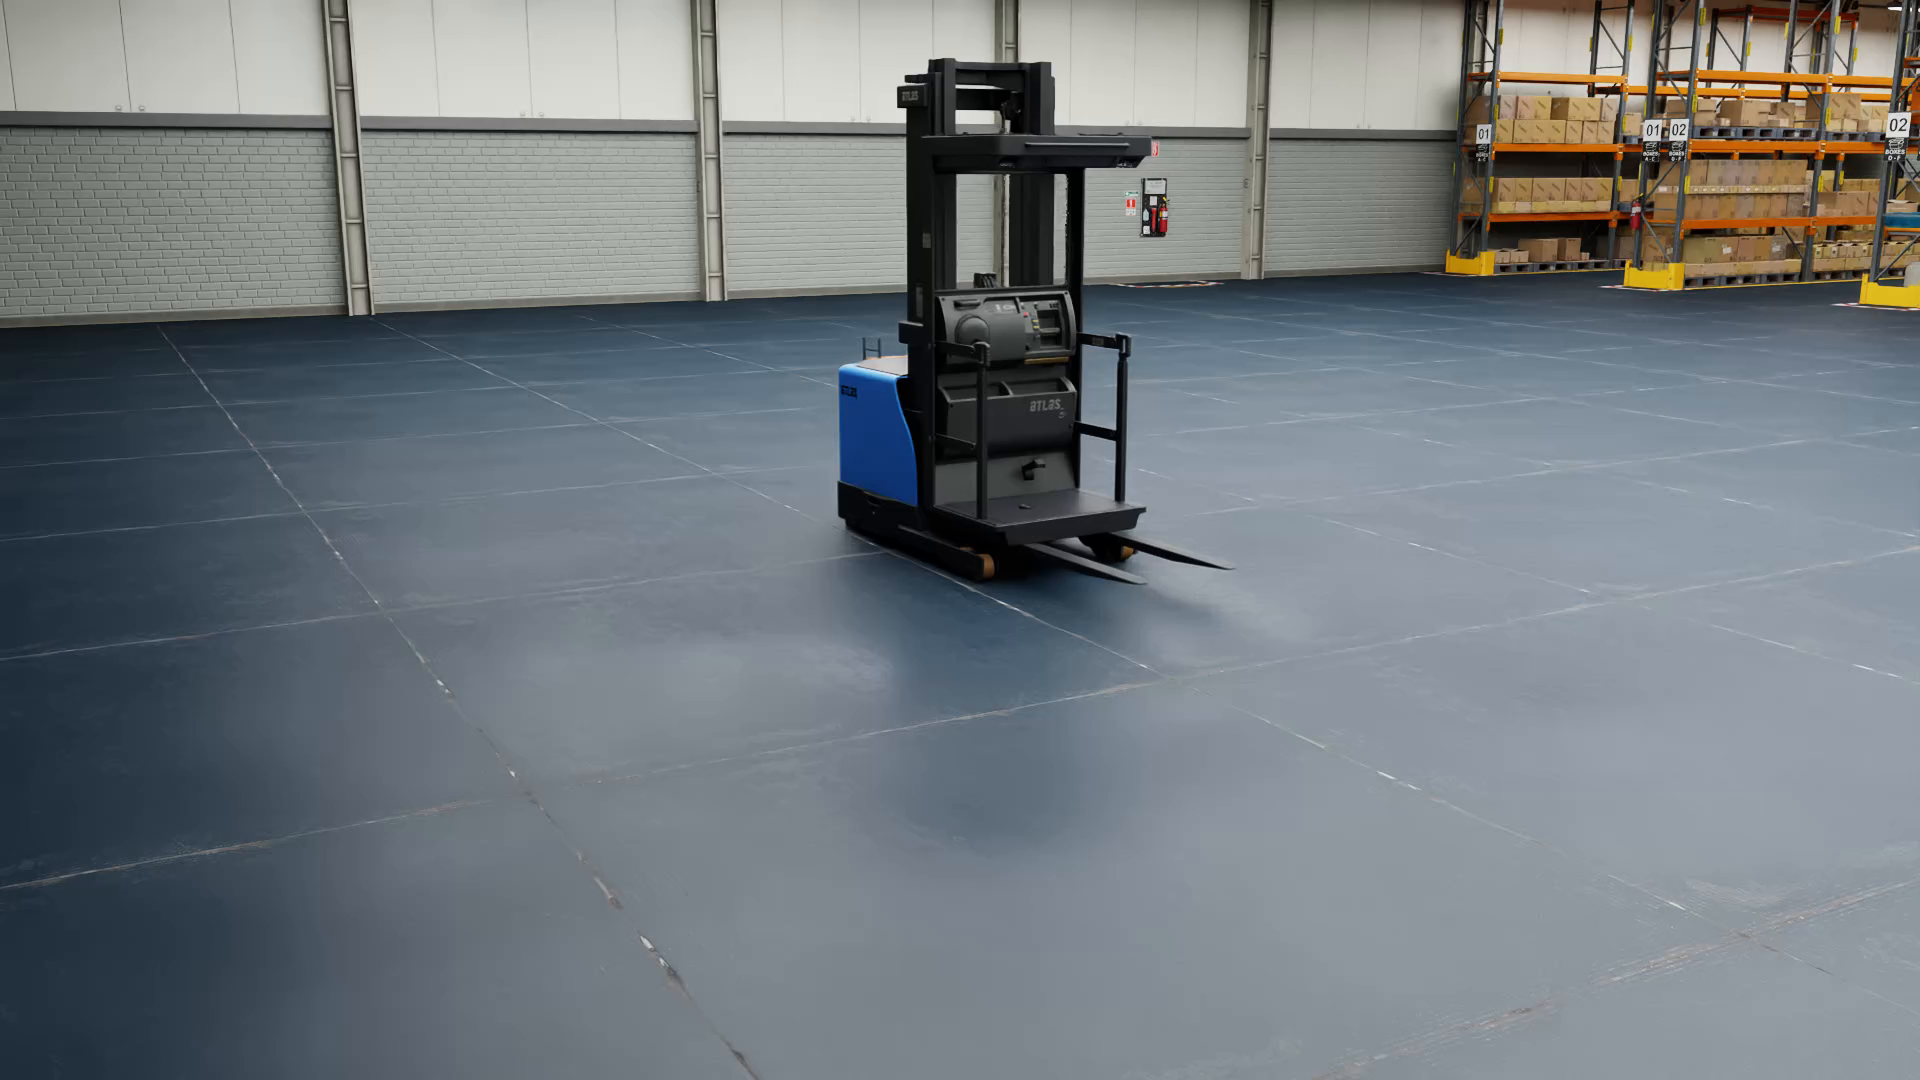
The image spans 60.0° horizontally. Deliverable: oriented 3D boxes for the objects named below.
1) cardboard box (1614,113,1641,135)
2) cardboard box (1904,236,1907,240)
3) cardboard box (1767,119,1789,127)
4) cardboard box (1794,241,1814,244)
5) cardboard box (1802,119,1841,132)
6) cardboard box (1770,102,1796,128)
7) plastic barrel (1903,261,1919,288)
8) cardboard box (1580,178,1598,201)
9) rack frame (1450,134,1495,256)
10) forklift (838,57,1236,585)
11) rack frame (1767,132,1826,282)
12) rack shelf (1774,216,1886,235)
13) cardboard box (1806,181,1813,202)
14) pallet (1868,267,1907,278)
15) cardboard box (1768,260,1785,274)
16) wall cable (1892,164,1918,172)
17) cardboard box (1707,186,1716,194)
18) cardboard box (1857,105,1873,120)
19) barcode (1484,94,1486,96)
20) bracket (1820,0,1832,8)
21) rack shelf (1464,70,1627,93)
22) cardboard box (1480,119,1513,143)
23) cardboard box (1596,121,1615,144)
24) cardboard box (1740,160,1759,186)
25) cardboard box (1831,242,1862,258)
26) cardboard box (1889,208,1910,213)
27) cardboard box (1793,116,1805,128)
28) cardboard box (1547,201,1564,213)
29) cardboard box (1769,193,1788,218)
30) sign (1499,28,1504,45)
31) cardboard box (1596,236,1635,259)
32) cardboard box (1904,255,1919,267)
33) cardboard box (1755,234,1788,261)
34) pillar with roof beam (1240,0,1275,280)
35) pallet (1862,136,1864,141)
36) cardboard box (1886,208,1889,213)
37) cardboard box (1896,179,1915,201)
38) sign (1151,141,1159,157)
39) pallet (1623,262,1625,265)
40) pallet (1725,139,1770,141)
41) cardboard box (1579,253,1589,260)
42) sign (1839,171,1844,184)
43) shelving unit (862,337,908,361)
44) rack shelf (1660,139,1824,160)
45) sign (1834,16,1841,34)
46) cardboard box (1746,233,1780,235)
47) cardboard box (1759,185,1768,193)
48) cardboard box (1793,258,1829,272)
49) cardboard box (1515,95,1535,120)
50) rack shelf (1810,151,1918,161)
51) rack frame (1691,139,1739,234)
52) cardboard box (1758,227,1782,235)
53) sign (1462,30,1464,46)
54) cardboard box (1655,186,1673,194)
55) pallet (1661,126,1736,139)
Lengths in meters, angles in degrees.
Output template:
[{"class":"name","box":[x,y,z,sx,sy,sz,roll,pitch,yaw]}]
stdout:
[{"class":"cardboard box","box":[15.261,-9.553,38.211,0.500,0.500,0.500,-5,13,-20]},{"class":"cardboard box","box":[24.710,-7.949,43.835,0.500,0.500,0.700,-7,14,-28]},{"class":"cardboard box","box":[16.192,-8.274,33.009,0.250,0.149,0.380,-7,14,-28]},{"class":"cardboard box","box":[17.792,-6.131,35.047,0.500,0.311,0.500,-6,14,-26]},{"class":"cardboard box","box":[17.665,-8.498,34.091,0.500,0.250,0.500,-5,14,-22]},{"class":"cardboard box","box":[16.552,-8.623,33.758,0.500,0.500,0.500,-6,14,-23]},{"class":"plastic barrel","box":[16.520,-4.539,28.657,0.421,0.512,0.421,0,13,0]},{"class":"cardboard box","box":[14.041,-7.934,37.618,0.500,0.500,0.500,-7,14,-28]},{"class":"rack frame","box":[11.232,-7.373,36.540,0.127,3.000,1.000,-7,14,-28]},{"class":"forklift","box":[0.402,-1.307,9.740,1.130,2.935,3.031,-8,15,-31]},{"class":"rack frame","box":[17.120,-6.840,34.170,0.127,3.000,1.000,-7,14,-28]},{"class":"rack shelf","box":[18.875,-6.699,35.184,4.000,0.370,1.077,-7,14,-28]},{"class":"cardboard box","box":[21.038,-8.687,41.425,0.500,0.500,0.500,-7,14,-27]},{"class":"pallet","box":[19.890,-5.821,35.994,1.213,0.211,1.003,-7,14,-28]},{"class":"cardboard box","box":[16.374,-5.562,33.796,0.500,0.250,0.500,-7,14,-28]},{"class":"wall cable","box":[25.947,-9.869,45.316,1.851,1.984,0.084,-7,14,-28]},{"class":"cardboard box","box":[14.507,-6.838,32.458,0.250,0.149,0.380,-7,14,-28]},{"class":"cardboard box","box":[22.525,-10.666,41.790,0.500,0.500,0.500,-7,14,-28]},{"class":"barcode","box":[11.616,-9.837,36.784,0.075,0.075,0.001,-7,14,-28]},{"class":"bracket","box":[21.771,-13.447,41.666,0.430,0.232,0.235,-7,14,-28]},{"class":"rack shelf","box":[12.988,-10.158,36.896,4.000,0.370,1.077,-7,14,-28]},{"class":"cardboard box","box":[11.646,-8.882,36.140,0.500,0.500,0.500,-6,14,-26]},{"class":"cardboard box","box":[14.416,-9.215,37.619,0.500,0.500,0.500,-6,14,-26]},{"class":"cardboard box","box":[15.412,-7.315,33.100,0.500,0.500,0.700,-7,14,-28]},{"class":"cardboard box","box":[18.498,-6.079,34.816,0.500,0.311,0.500,-7,15,-30]},{"class":"cardboard box","box":[19.974,-6.990,35.410,0.250,0.149,0.380,-7,14,-28]},{"class":"cardboard box","box":[20.482,-10.220,41.128,0.500,0.500,0.700,-7,15,-29]},{"class":"cardboard box","box":[13.156,-7.463,37.233,0.500,0.250,0.500,-7,14,-27]},{"class":"cardboard box","box":[16.274,-6.784,33.694,0.500,0.500,0.700,-7,14,-28]},{"class":"sign","box":[11.492,-10.690,35.306,0.005,0.325,0.100,-7,14,-28]},{"class":"cardboard box","box":[15.381,-6.870,38.994,0.500,0.500,0.700,-6,14,-26]},{"class":"cardboard box","box":[20.286,-6.022,35.841,0.500,0.250,0.500,-6,14,-27]},{"class":"cardboard box","box":[16.373,-5.928,33.716,0.500,0.500,0.500,-7,14,-28]},{"class":"pillar with roof beam","box":[8.229,-9.080,30.458,0.400,9.000,9.100,-7,14,-28]},{"class":"pallet","box":[22.488,-10.140,42.204,1.213,0.211,1.003,-7,14,-28]},{"class":"cardboard box","box":[19.539,-6.993,35.423,0.250,0.149,0.380,-6,14,-24]},{"class":"cardboard box","box":[24.200,-9.069,43.390,0.700,0.700,0.980,-7,14,-28]},{"class":"sign","box":[3.924,-7.879,33.508,0.199,0.298,0.001,-7,14,-28]},{"class":"pallet","box":[16.498,-6.645,39.656,1.213,0.211,1.003,-7,14,-28]},{"class":"pallet","box":[18.794,-9.664,40.318,1.003,0.211,1.213,-6,14,-25]},{"class":"cardboard box","box":[14.288,-6.564,38.397,0.250,0.166,0.380,-9,16,-35]},{"class":"sign","box":[22.034,-9.058,41.571,0.005,0.325,0.100,-7,14,-28]},{"class":"shelving unit","box":[-0.373,-0.796,11.393,0.503,1.200,0.258,-8,13,-31]},{"class":"rack shelf","box":[15.365,-7.742,32.985,4.000,0.370,1.077,-7,14,-28]},{"class":"sign","box":[17.364,-10.190,32.904,0.005,0.325,0.100,-7,14,-28]},{"class":"cardboard box","box":[16.563,-6.081,34.395,0.500,0.500,0.500,-7,14,-28]},{"class":"cardboard box","box":[15.869,-7.002,33.185,0.250,0.149,0.380,-6,14,-26]},{"class":"cardboard box","box":[17.593,-5.698,34.402,0.500,0.250,0.500,-7,15,-29]},{"class":"cardboard box","box":[12.151,-9.420,36.251,0.500,0.500,0.500,-7,14,-29]},{"class":"rack shelf","box":[23.521,-9.959,42.834,4.000,0.370,1.077,-7,14,-28]},{"class":"rack frame","box":[18.254,-8.215,40.280,0.127,3.000,1.000,-7,14,-28]},{"class":"cardboard box","box":[19.734,-7.514,41.105,0.750,0.750,0.750,-7,14,-28]},{"class":"sign","box":[10.984,-10.942,36.246,0.005,0.325,0.100,-7,14,-28]},{"class":"cardboard box","box":[13.853,-6.861,32.560,0.250,0.149,0.380,-7,15,-29]},{"class":"pallet","box":[14.242,-7.909,32.289,1.213,0.211,1.003,-7,14,-28]}]
